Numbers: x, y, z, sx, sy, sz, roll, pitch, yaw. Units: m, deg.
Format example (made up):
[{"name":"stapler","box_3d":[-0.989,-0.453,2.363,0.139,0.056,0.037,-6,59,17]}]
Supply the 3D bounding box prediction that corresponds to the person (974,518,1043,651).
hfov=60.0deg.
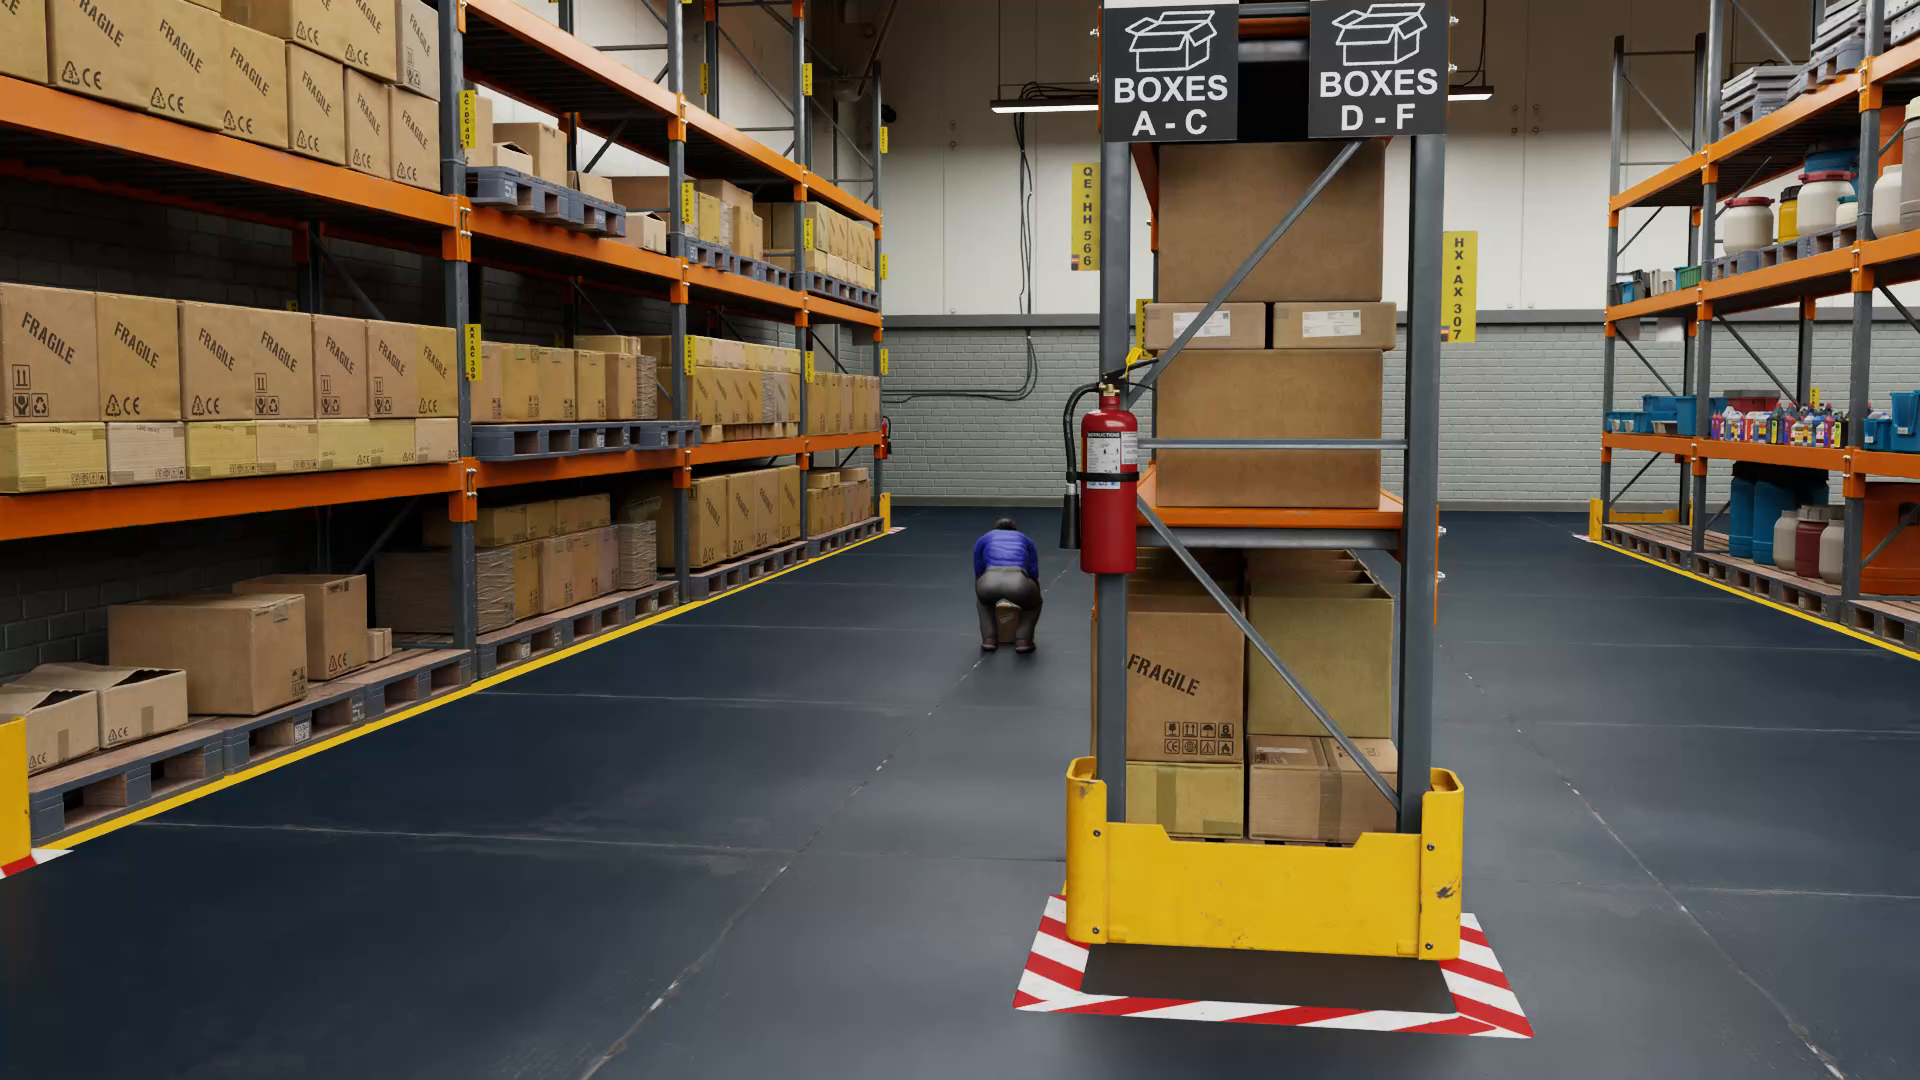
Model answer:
[{"name":"person","box_3d":[0.313,0.301,11.219,0.482,0.861,0.816,1,5,9]}]
